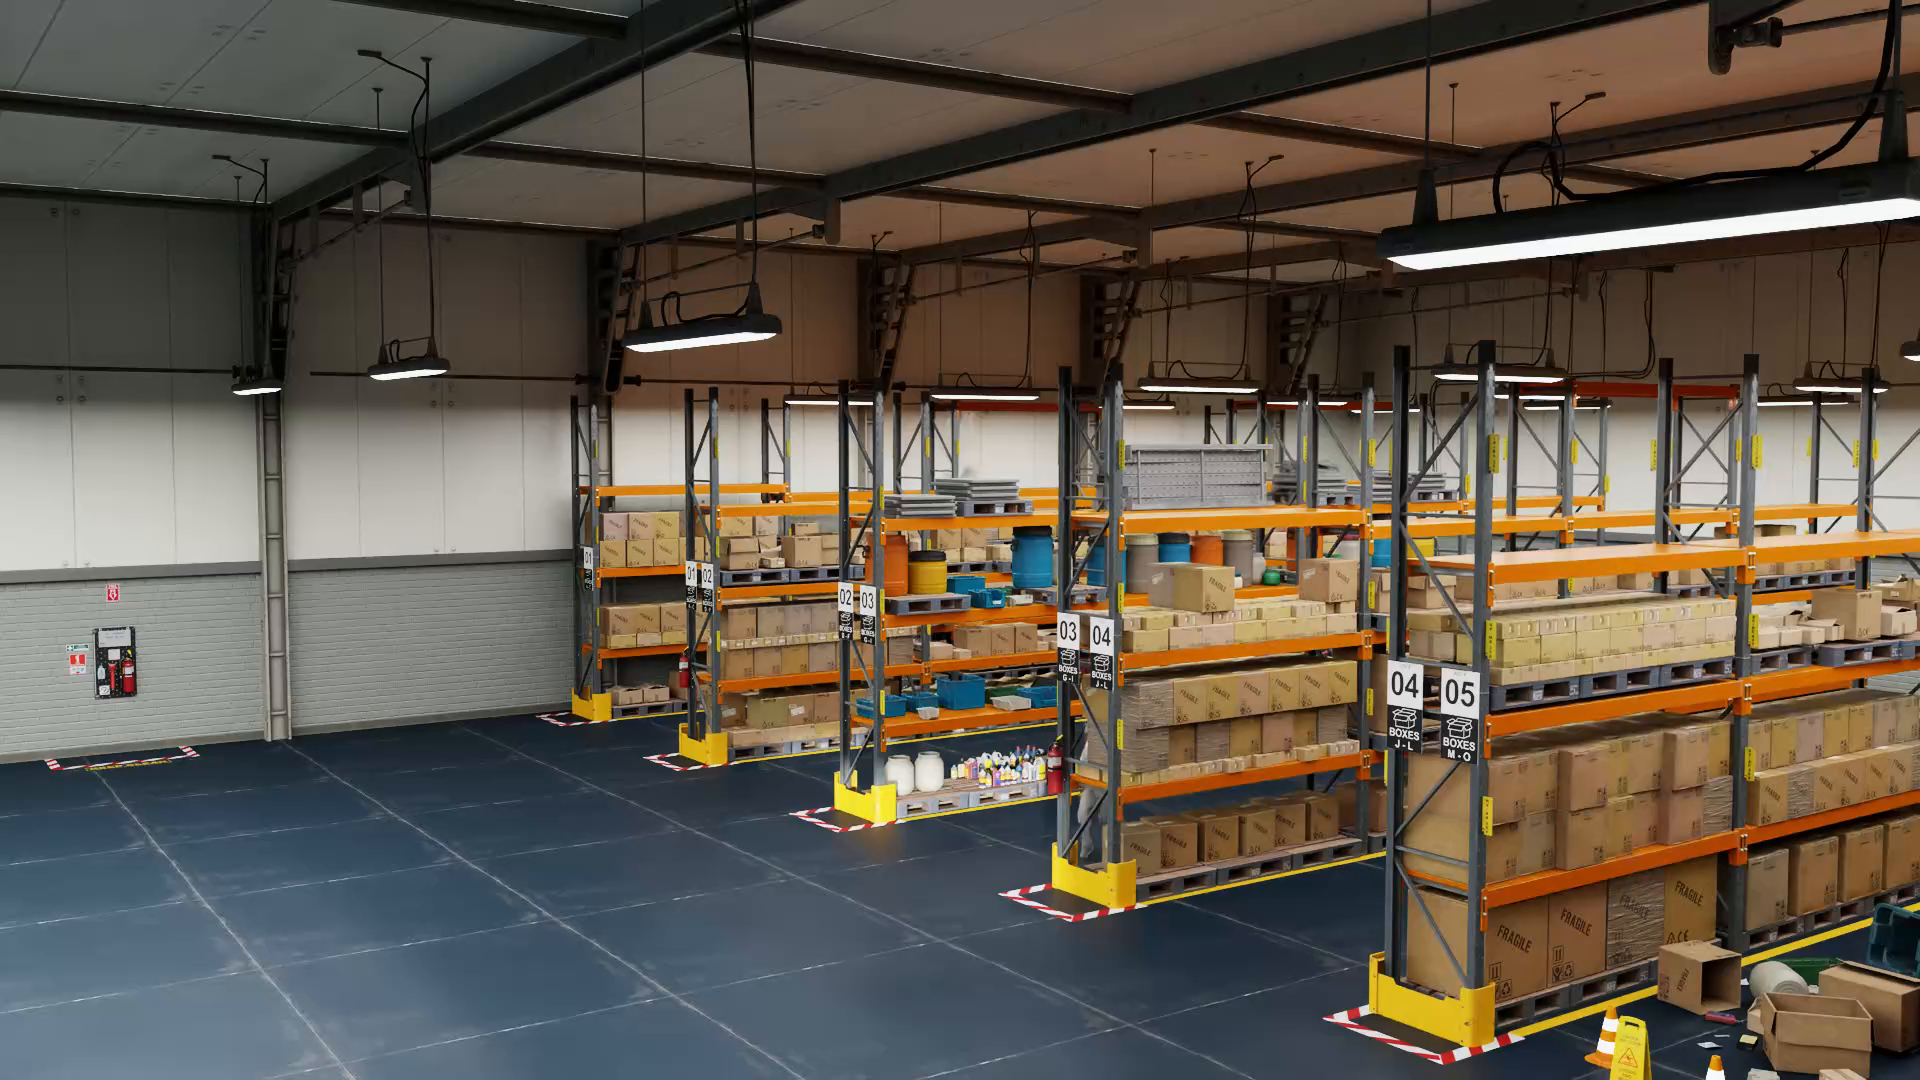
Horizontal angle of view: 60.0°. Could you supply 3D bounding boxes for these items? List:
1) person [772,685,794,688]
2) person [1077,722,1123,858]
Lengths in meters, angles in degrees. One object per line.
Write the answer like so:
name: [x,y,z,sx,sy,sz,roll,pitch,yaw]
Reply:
person: [-3.143,2.491,30.040,0.784,1.793,0.676,-3,5,-41]
person: [1.781,3.119,20.767,0.826,1.750,0.589,-2,4,-34]
